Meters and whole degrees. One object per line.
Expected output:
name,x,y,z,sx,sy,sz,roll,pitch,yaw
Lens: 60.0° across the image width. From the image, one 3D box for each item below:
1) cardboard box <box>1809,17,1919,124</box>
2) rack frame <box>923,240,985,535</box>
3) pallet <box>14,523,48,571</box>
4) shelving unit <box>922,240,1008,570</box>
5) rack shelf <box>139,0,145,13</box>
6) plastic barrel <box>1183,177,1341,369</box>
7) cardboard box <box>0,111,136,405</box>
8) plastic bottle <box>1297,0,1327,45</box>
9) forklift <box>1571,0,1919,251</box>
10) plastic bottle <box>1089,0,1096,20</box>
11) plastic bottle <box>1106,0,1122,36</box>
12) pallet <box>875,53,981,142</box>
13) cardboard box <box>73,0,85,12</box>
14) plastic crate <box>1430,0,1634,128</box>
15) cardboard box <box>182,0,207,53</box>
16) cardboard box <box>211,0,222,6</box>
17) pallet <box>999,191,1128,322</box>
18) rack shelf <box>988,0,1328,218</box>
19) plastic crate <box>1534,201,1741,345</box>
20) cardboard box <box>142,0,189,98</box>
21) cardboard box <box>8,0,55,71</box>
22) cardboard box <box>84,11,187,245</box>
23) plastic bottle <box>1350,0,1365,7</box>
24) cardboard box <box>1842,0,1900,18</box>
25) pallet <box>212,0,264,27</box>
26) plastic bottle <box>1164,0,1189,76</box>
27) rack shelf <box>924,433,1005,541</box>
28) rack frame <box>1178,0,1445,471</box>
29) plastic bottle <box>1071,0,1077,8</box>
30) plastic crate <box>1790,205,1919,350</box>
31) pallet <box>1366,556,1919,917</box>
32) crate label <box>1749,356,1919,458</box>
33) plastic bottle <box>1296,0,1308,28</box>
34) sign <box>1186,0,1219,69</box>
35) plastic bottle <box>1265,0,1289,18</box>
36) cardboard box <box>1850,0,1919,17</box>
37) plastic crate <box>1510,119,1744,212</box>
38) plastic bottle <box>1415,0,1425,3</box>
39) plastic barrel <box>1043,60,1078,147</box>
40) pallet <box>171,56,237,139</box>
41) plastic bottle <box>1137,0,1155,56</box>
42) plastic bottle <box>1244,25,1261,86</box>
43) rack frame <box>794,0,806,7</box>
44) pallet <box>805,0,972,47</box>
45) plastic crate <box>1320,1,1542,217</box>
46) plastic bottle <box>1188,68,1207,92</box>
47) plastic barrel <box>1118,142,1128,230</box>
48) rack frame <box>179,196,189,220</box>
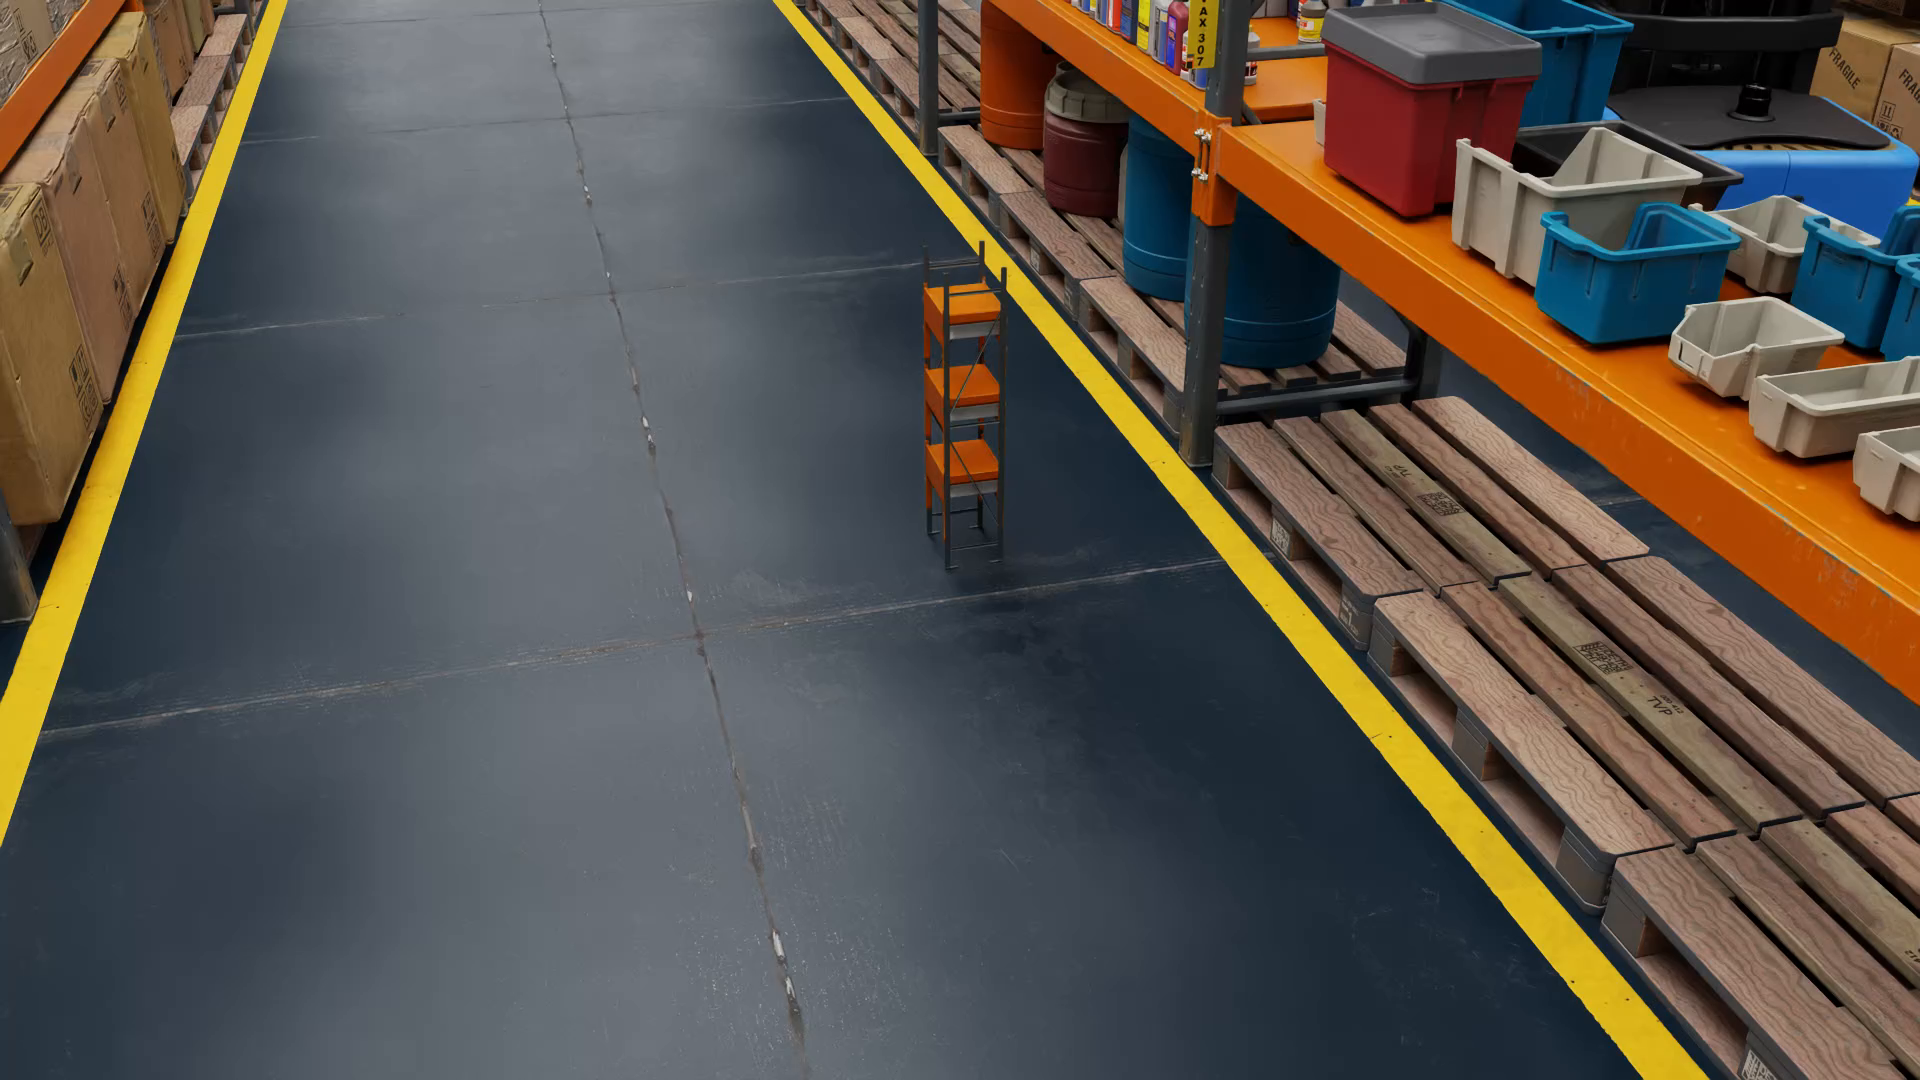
cardboard box,5.157,-2.599,9.301,0.500,0.500,0.500,-8,31,-14
rack frame,-0.018,-0.487,5.544,0.200,1.050,0.008,-8,31,-13
pallet,-3.728,-0.151,5.801,1.003,0.211,1.213,-8,31,-13
shelving unit,0.014,-0.429,5.442,0.215,1.050,0.252,-8,31,-13
rack shelf,-5.044,-3.582,9.663,1.077,0.370,4.000,-8,31,-13
plastic barrel,1.196,-1.193,6.492,0.600,0.901,0.708,-8,31,-13
cardboard box,-3.878,-0.996,6.178,1.225,0.875,0.875,-9,31,-15
plastic bottle,1.356,-1.994,6.398,0.097,0.201,0.097,0,30,0
forklift,3.002,-2.481,7.111,1.130,2.935,3.031,0,30,0
plastic bottle,0.584,-2.253,6.846,0.097,0.201,0.097,0,30,0
plastic bottle,0.677,-2.168,6.625,0.152,0.276,0.135,-8,31,-13
pallet,0.094,-2.759,10.305,1.003,0.211,1.213,-8,31,-13
cardboard box,-4.016,-2.524,7.016,0.500,0.500,0.500,-8,31,-14
plastic crate,1.777,-1.493,5.291,0.392,0.384,0.575,-8,31,-13
cardboard box,-5.324,-3.436,10.748,0.700,0.500,0.500,-8,31,-14
cardboard box,-5.642,-4.158,12.015,0.500,0.500,0.500,-9,31,-15
pallet,0.832,-1.416,7.985,1.003,0.211,1.213,-8,31,-13
rack shelf,0.793,-2.309,7.463,1.077,0.370,4.000,-8,31,-13
plastic crate,1.594,-0.634,3.958,0.416,0.233,0.300,-8,31,-13
cardboard box,-5.026,-2.896,9.815,0.700,0.500,0.500,-5,30,-9
cardboard box,-3.741,-2.028,6.159,0.500,0.500,0.500,-7,31,-12
cardboard box,-4.350,-1.854,7.660,1.225,0.875,0.875,-9,31,-16
plastic bottle,1.529,-1.997,6.334,0.097,0.271,0.097,0,30,0
cardboard box,5.514,-2.931,9.876,0.500,0.500,0.500,-7,31,-11
pallet,-5.787,-3.972,12.402,1.003,0.211,1.213,-8,31,-13
plastic bottle,0.803,-1.857,6.080,0.061,0.283,0.133,-8,31,-13
rack shelf,0.014,-0.179,5.587,0.215,0.259,0.240,-8,31,-13
rack frame,1.324,-1.654,5.614,1.000,3.000,0.127,-8,31,-13
plastic bottle,0.523,-2.365,7.040,0.097,0.201,0.097,0,30,0
plastic crate,2.209,-0.620,3.934,0.416,0.233,0.300,-8,31,-13
pallet,1.884,0.493,4.688,1.003,0.211,1.213,-8,31,-13
crate label,1.835,-0.277,3.438,0.396,0.136,0.243,-8,31,-13
plastic bottle,1.416,-2.173,6.708,0.097,0.201,0.097,0,30,0
sign,0.793,-1.702,5.419,0.100,0.325,0.005,-8,31,-13
plastic bottle,1.323,-2.322,6.891,0.152,0.276,0.135,-8,31,-13
cardboard box,5.533,-3.229,9.642,0.500,0.250,0.500,-7,31,-11
plastic crate,1.880,-1.056,4.795,0.437,0.125,0.590,-8,31,-13
plastic bottle,1.638,-1.838,6.047,0.061,0.283,0.133,-8,31,-13
plastic barrel,0.645,-2.196,8.614,0.421,0.512,0.421,0,30,0
pallet,-5.039,-2.686,10.181,1.003,0.211,1.213,-8,31,-13
plastic bottle,0.765,-2.033,6.318,0.144,0.351,0.185,-8,31,-13
plastic bottle,1.023,-1.741,5.962,0.097,0.201,0.097,0,30,0
rack frame,-0.799,-5.518,12.289,1.000,3.000,0.127,-8,31,-13
pallet,-0.553,-3.937,12.341,1.003,0.211,1.213,-8,31,-13
plastic crate,1.320,-1.243,4.780,0.402,0.464,0.583,-8,31,-13
plastic bottle,0.908,-1.748,5.899,0.152,0.276,0.135,-8,31,-13
plastic barrel,0.945,-1.651,7.672,0.421,0.512,0.421,0,30,0
rack frame,-4.513,-2.928,7.814,1.000,3.000,0.127,-8,31,-13
